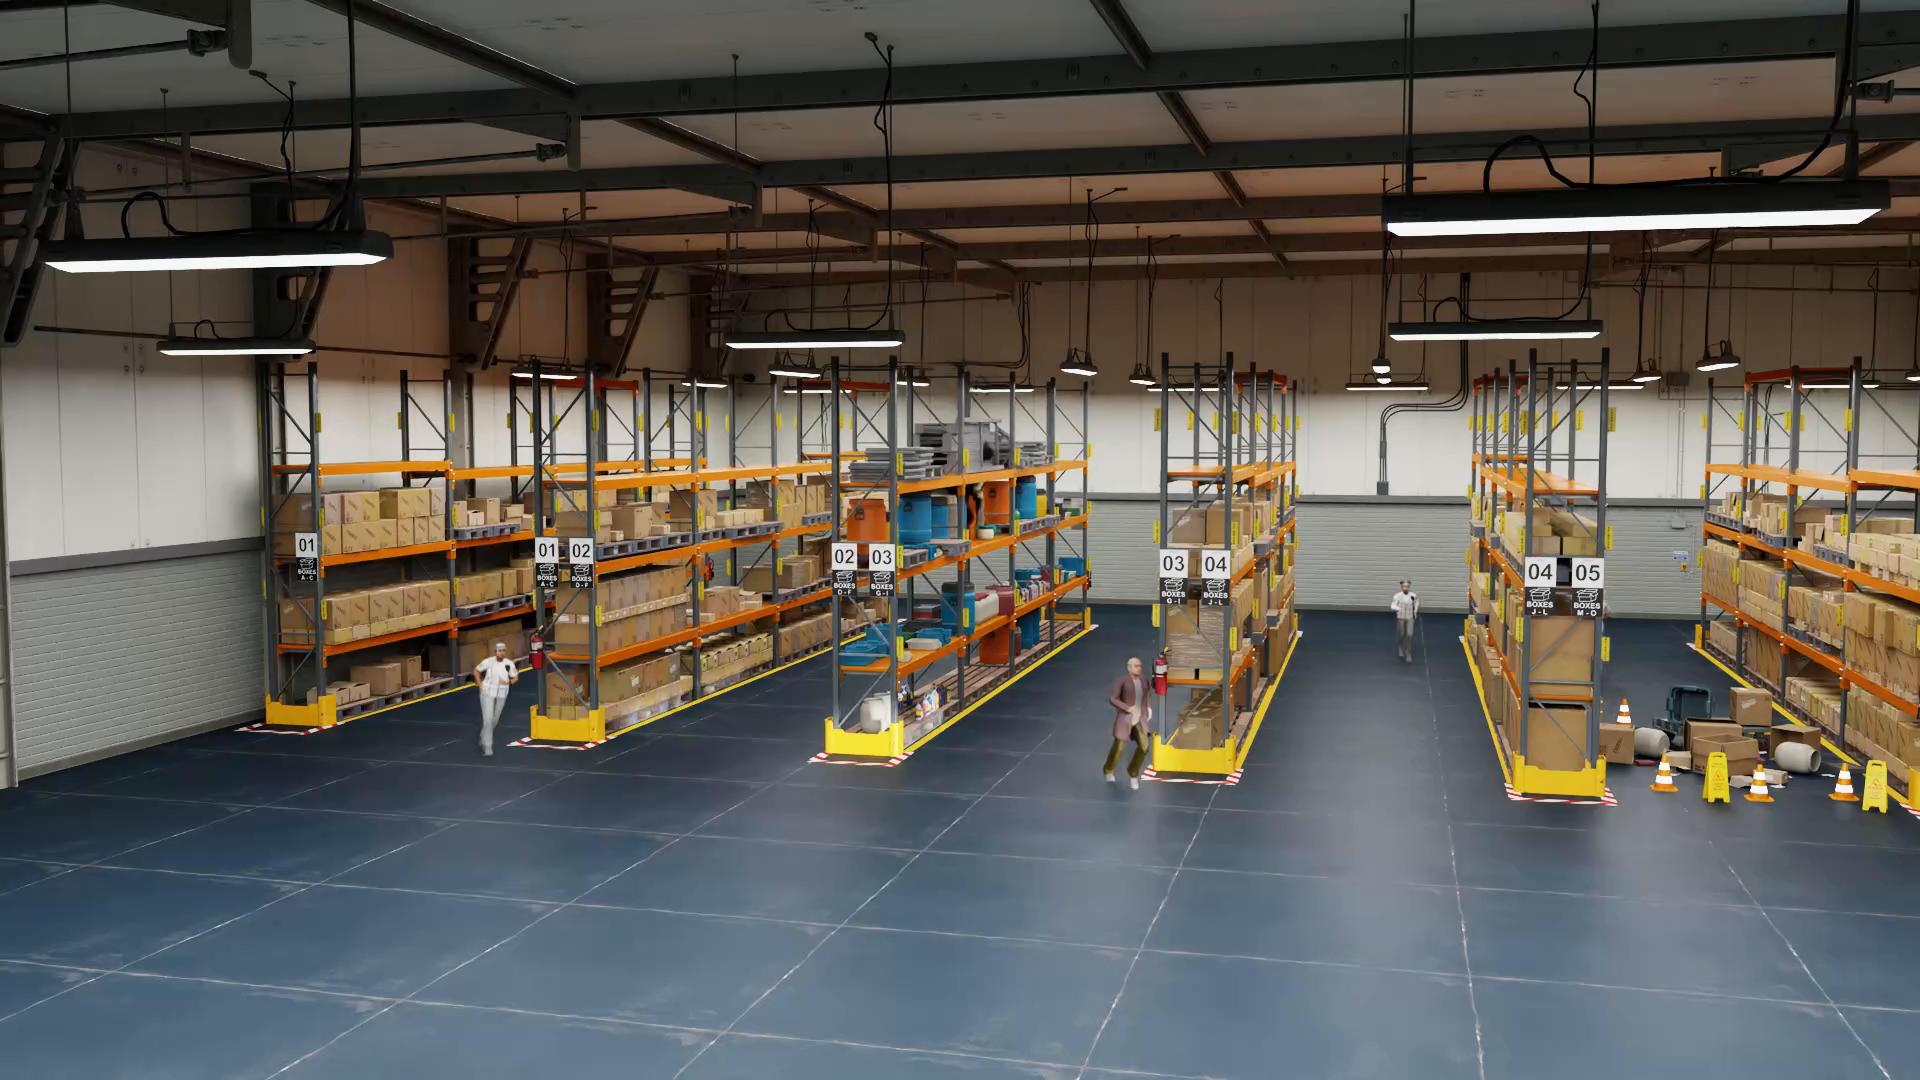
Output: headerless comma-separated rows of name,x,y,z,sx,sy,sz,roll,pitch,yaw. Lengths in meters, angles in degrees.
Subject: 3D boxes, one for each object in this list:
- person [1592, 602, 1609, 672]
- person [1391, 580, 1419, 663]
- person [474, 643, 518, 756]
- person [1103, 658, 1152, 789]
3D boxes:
person,12.668,1.758,33.370,0.637,1.754,0.698,1,4,14
person,9.391,1.686,35.114,0.562,1.715,0.857,1,4,14
person,-7.085,2.402,25.447,0.615,1.680,0.859,-2,5,-32
person,2.369,2.529,22.893,0.750,1.836,0.785,-2,4,-22
